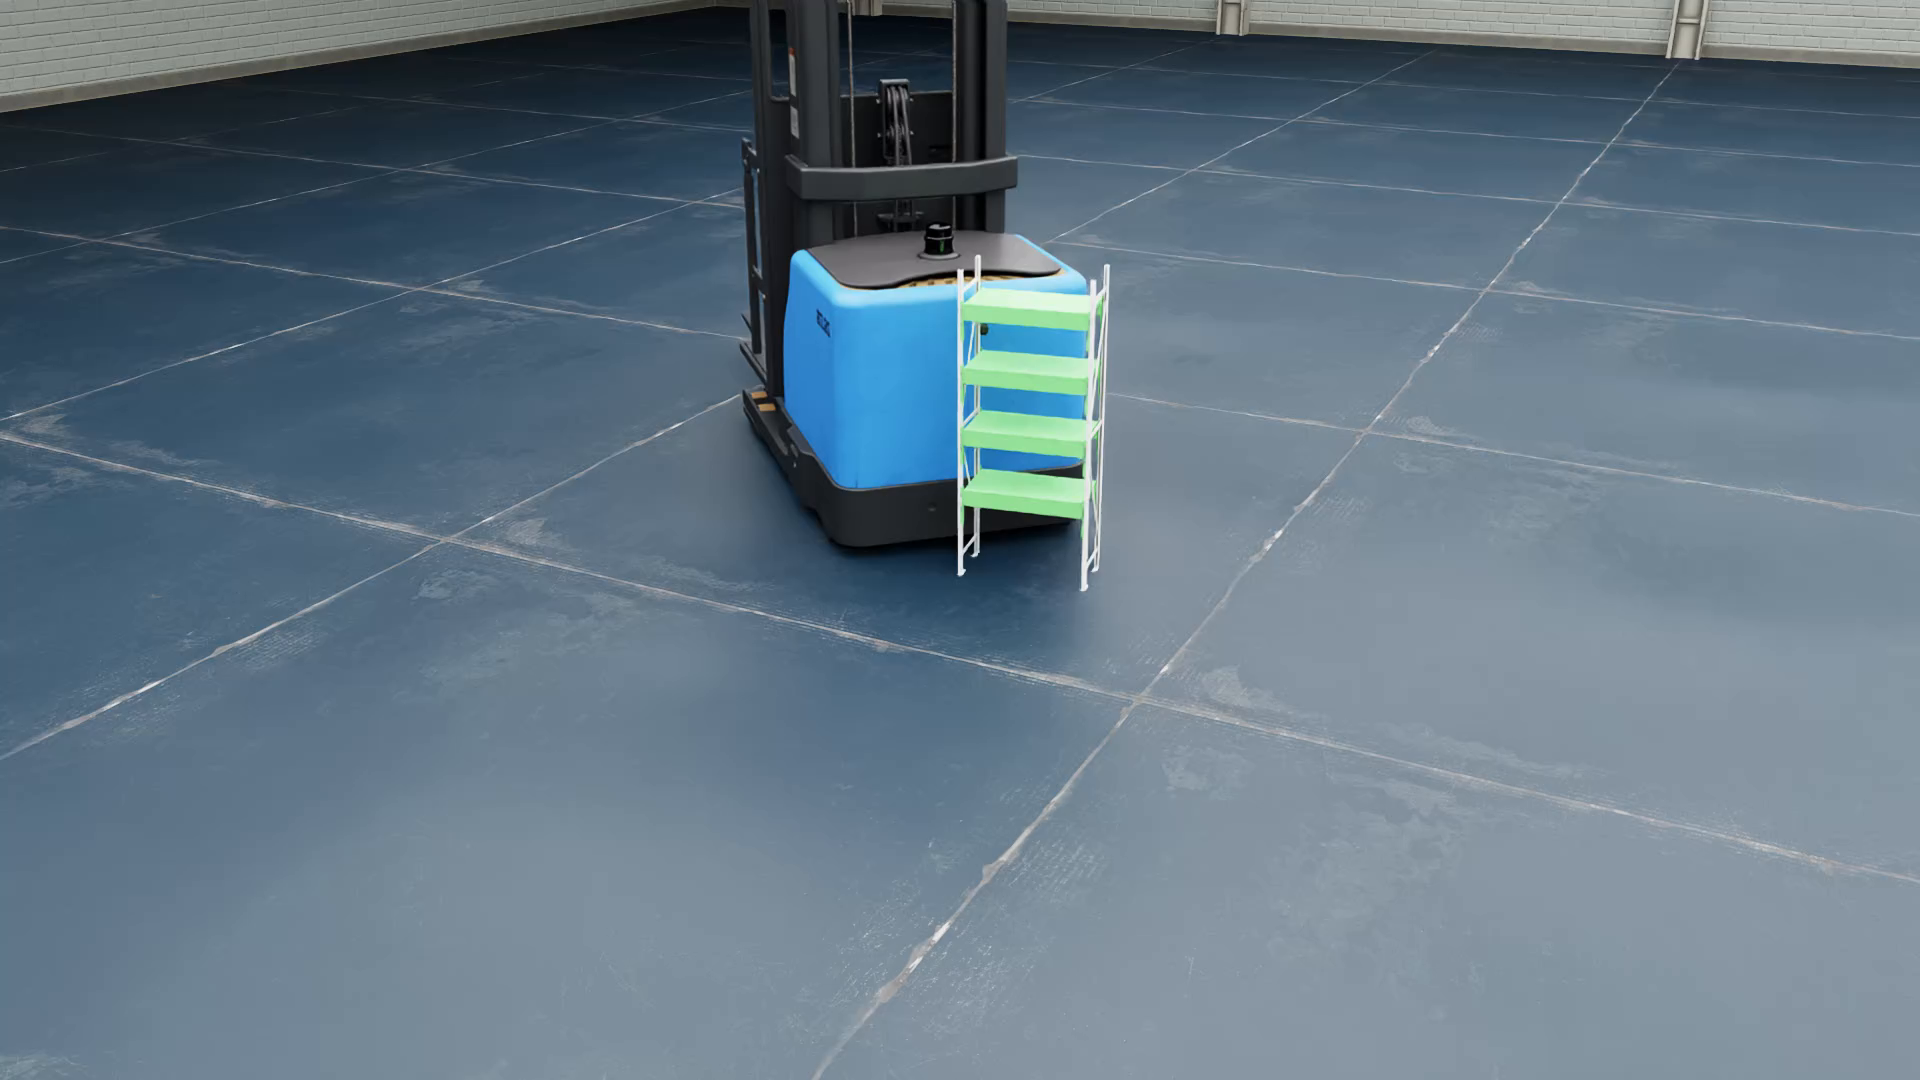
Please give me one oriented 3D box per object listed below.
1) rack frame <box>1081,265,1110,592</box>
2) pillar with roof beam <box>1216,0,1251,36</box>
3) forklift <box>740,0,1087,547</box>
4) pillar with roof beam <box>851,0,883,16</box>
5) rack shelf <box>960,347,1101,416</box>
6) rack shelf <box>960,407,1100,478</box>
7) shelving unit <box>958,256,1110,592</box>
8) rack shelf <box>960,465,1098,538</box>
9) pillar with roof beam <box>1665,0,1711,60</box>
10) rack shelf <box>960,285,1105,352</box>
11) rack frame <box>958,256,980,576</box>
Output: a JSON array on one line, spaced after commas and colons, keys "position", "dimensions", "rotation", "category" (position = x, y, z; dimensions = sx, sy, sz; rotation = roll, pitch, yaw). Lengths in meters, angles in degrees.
[{"position": [0.500, -0.401, 6.159], "dimensions": [0.015, 1.200, 0.240], "rotation": [7, 24, 16], "category": "rack frame"}, {"position": [1.949, -9.866, 18.451], "dimensions": [0.400, 9.000, 9.100], "rotation": [11, 25, 25], "category": "pillar with roof beam"}, {"position": [-0.416, -1.871, 7.404], "dimensions": [1.130, 2.935, 3.031], "rotation": [-7, 24, -16], "category": "forklift"}, {"position": [-3.406, -10.926, 20.942], "dimensions": [0.400, 9.000, 9.100], "rotation": [11, 25, 25], "category": "pillar with roof beam"}, {"position": [0.267, -0.591, 6.156], "dimensions": [0.480, 0.148, 0.258], "rotation": [7, 24, 16], "category": "rack shelf"}, {"position": [0.267, -0.370, 6.250], "dimensions": [0.480, 0.148, 0.258], "rotation": [7, 24, 16], "category": "rack shelf"}, {"position": [0.267, -0.429, 6.225], "dimensions": [0.503, 1.200, 0.258], "rotation": [7, 24, 16], "category": "shelving unit"}, {"position": [0.267, -0.149, 6.344], "dimensions": [0.480, 0.148, 0.258], "rotation": [7, 24, 16], "category": "rack shelf"}, {"position": [7.303, -8.807, 15.960], "dimensions": [0.400, 9.000, 9.100], "rotation": [11, 25, 25], "category": "pillar with roof beam"}, {"position": [0.267, -0.812, 6.062], "dimensions": [0.480, 0.148, 0.258], "rotation": [7, 24, 16], "category": "rack shelf"}, {"position": [0.034, -0.457, 6.291], "dimensions": [0.015, 1.200, 0.240], "rotation": [7, 24, 16], "category": "rack frame"}]
